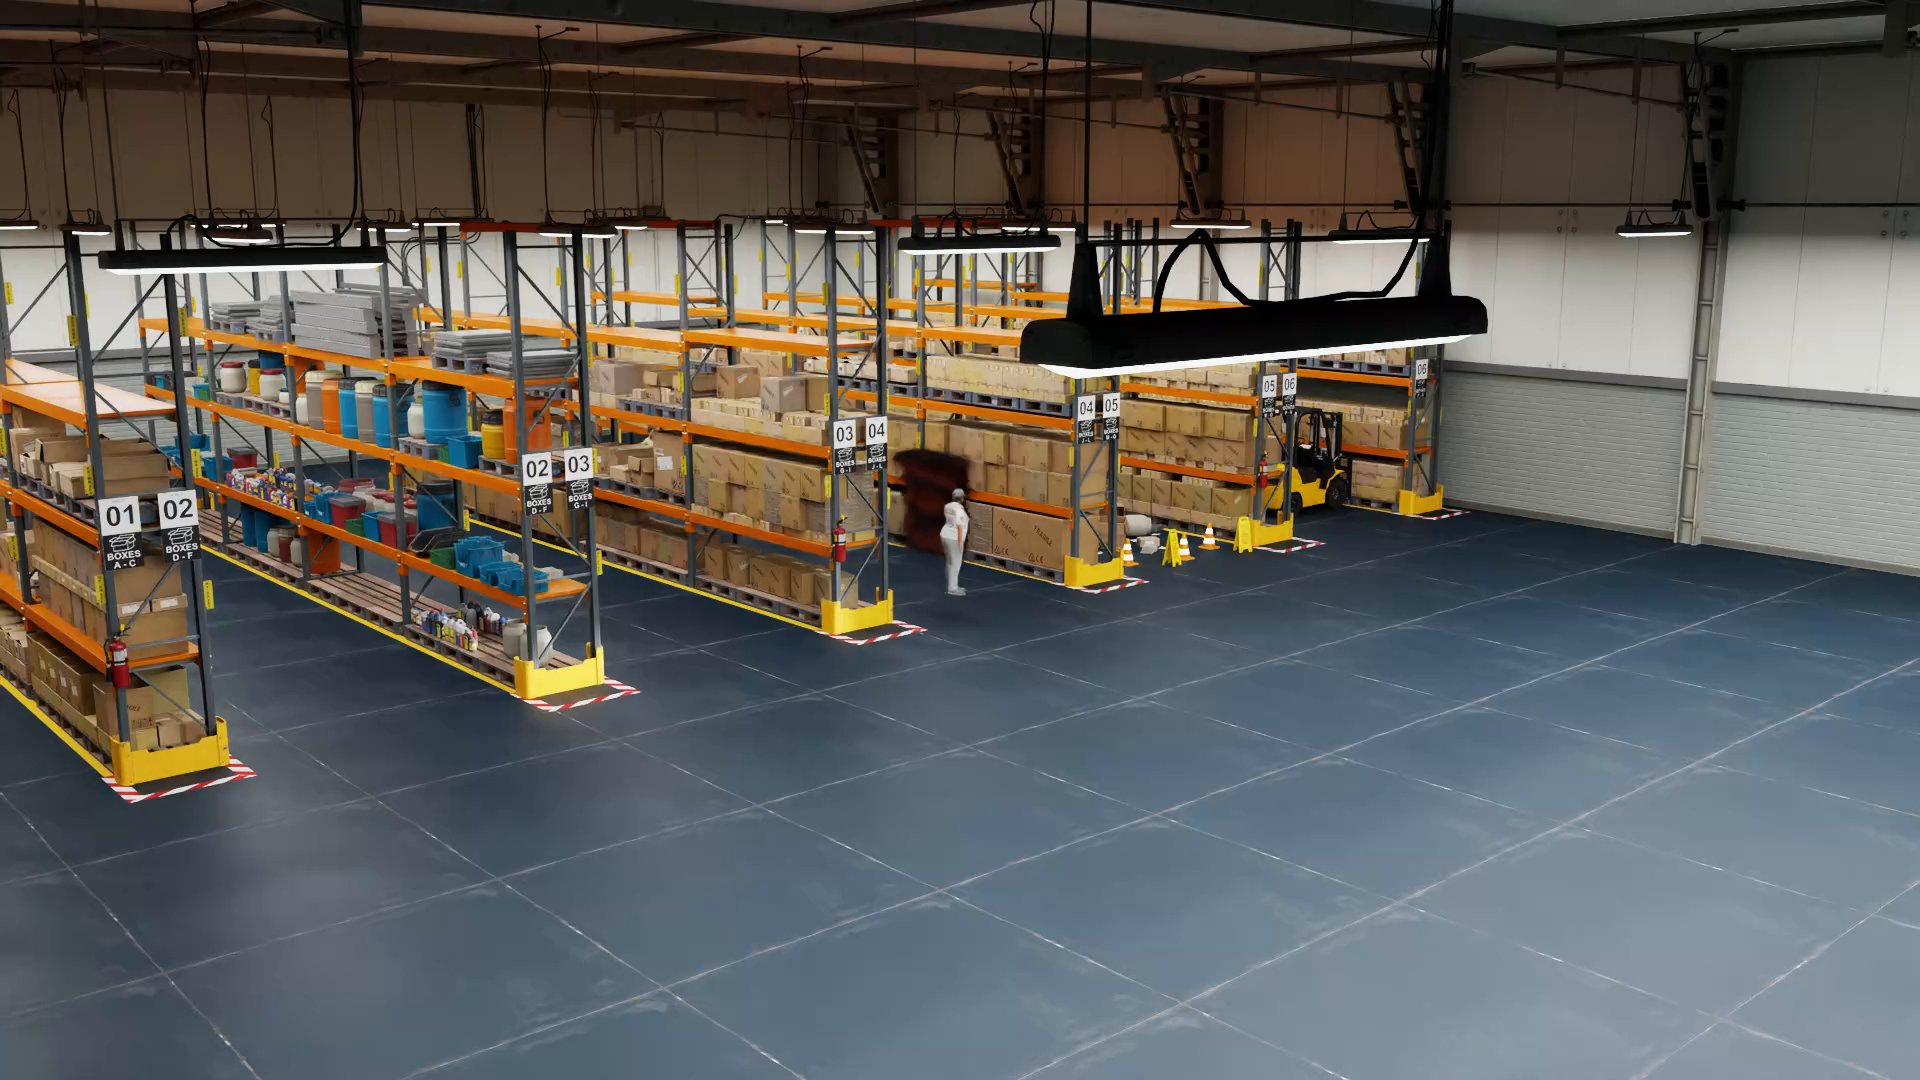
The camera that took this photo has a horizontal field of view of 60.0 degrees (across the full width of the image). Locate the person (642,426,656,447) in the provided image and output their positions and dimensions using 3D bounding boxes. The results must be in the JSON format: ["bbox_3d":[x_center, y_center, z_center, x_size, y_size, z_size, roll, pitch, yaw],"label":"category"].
[{"bbox_3d":[-6.660,-1.656,35.947,0.474,1.630,1.014,-8,14,-35],"label":"person"}]

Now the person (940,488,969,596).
[{"bbox_3d":[-0.072,0.020,26.105,0.440,1.685,0.513,-5,13,-25],"label":"person"}]

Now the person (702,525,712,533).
[{"bbox_3d":[-4.545,-0.887,31.788,1.029,1.676,0.567,10,15,40],"label":"person"}]
